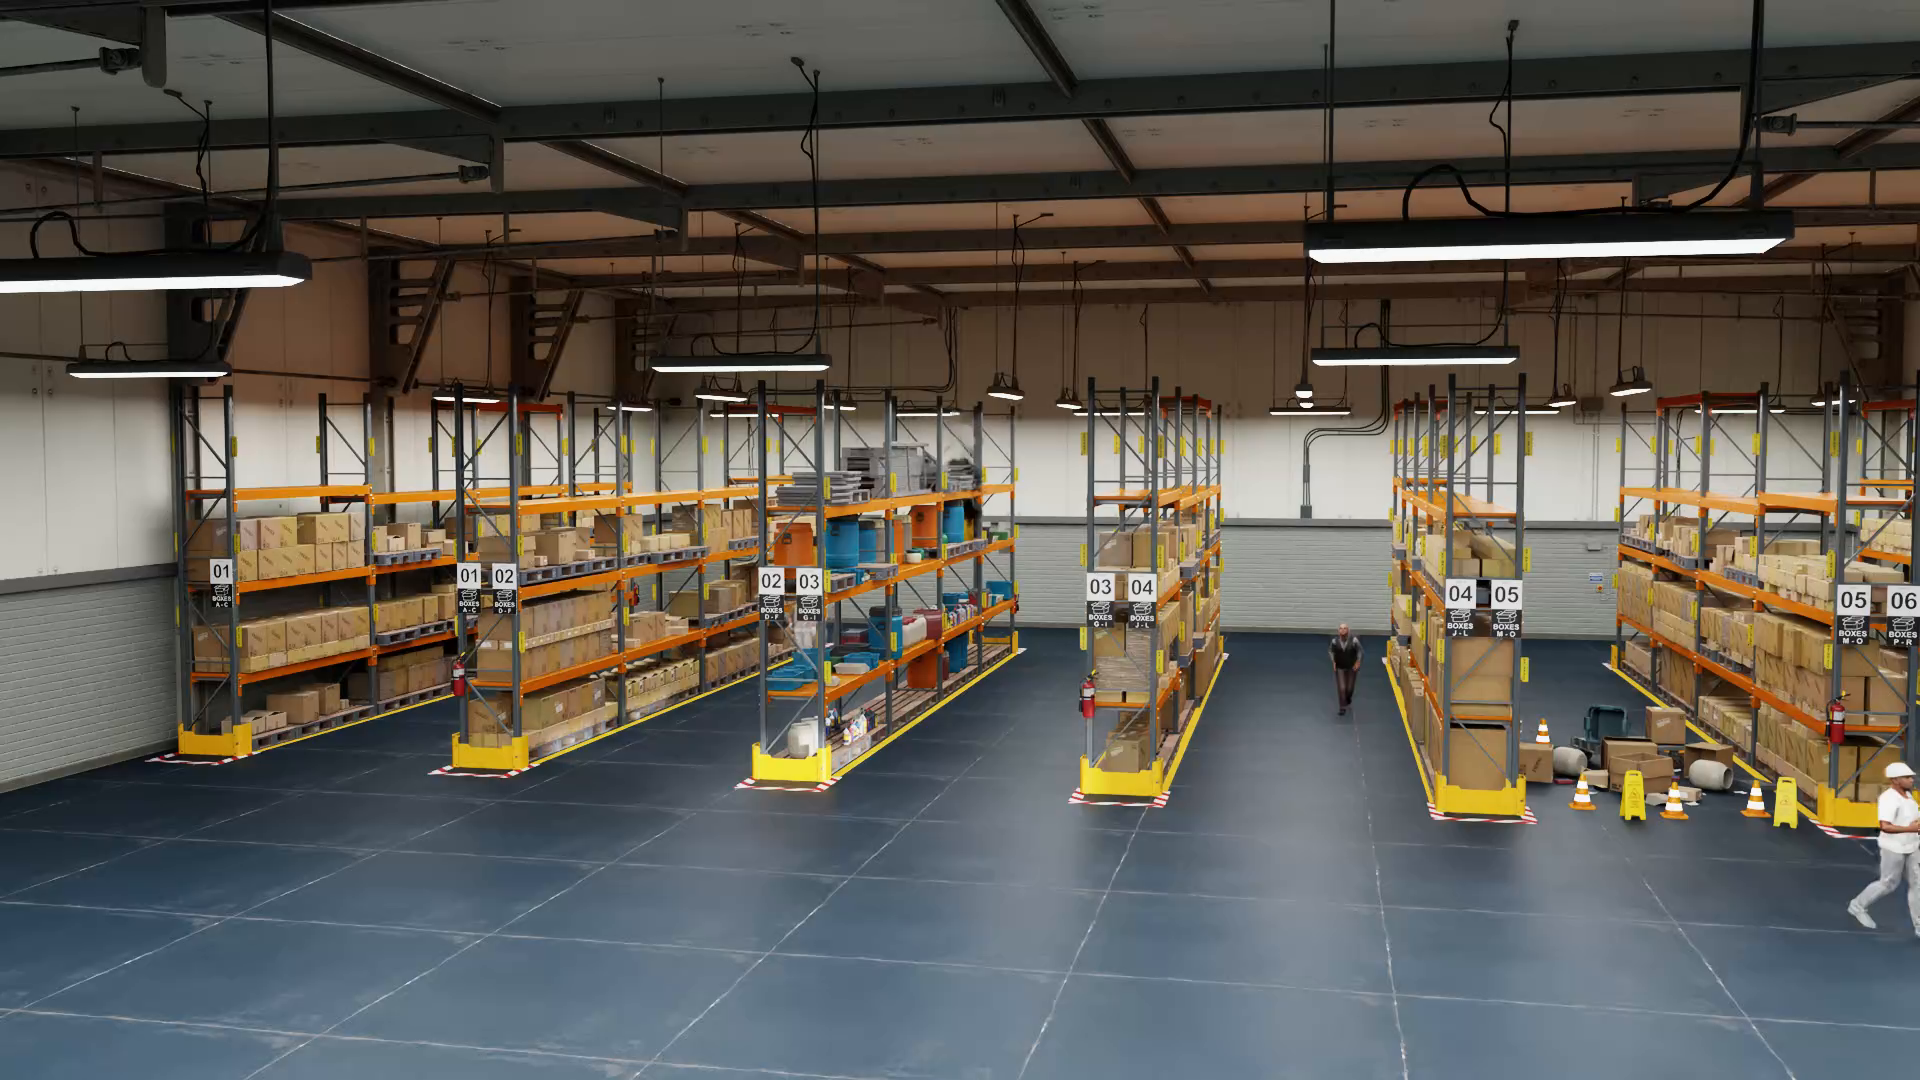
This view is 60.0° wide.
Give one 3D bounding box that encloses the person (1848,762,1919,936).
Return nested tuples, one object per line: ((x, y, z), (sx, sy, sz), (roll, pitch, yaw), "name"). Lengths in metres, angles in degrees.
((9.526, 3.148, 16.883), (0.692, 1.786, 0.918), (-2, 4, -35), "person")

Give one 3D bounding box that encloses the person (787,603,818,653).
((-3.254, 1.918, 34.233), (0.661, 1.763, 0.549), (0, 3, 8), "person")

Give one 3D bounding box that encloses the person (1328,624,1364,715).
((7.257, 2.416, 31.270), (0.668, 1.706, 0.651), (1, 3, 17), "person")
